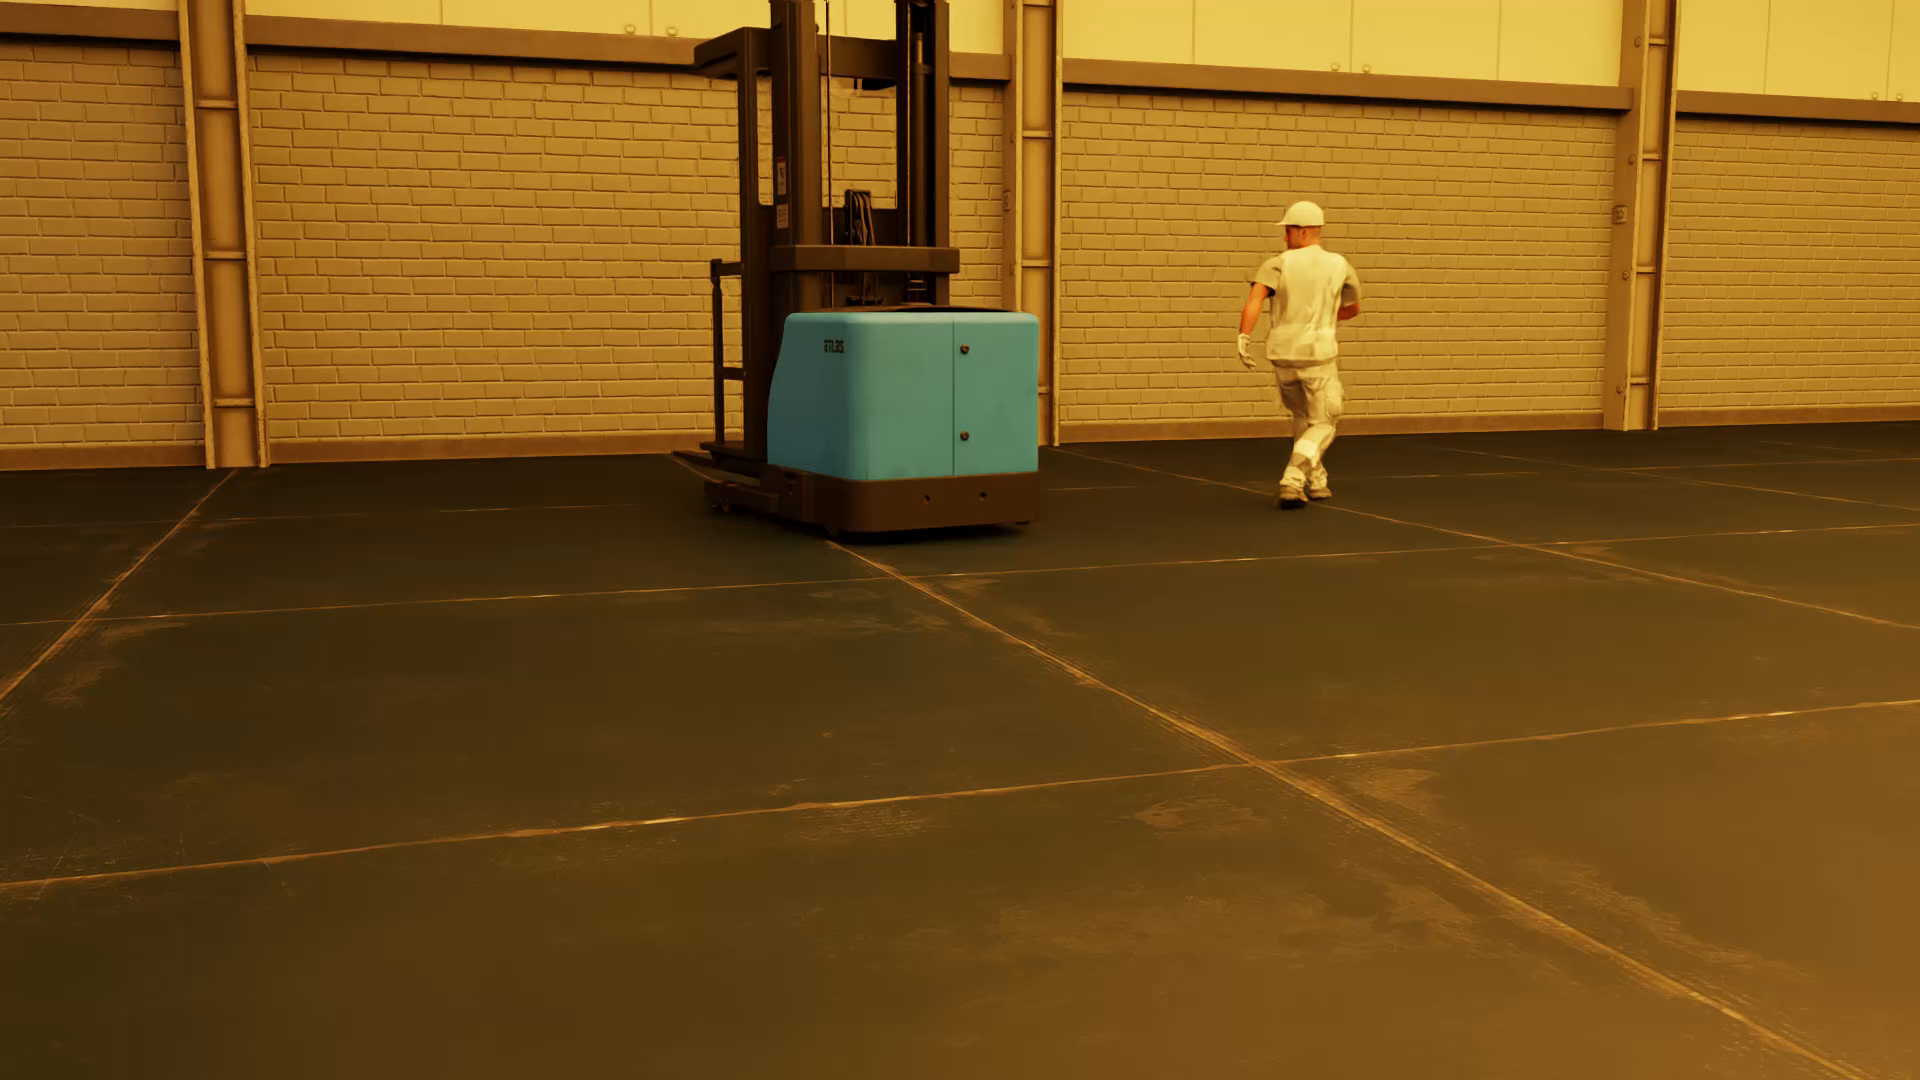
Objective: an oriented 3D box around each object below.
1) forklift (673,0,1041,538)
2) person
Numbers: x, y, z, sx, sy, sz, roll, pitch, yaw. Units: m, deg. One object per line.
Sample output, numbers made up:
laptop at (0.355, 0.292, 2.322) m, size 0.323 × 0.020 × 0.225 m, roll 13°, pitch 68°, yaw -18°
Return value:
forklift at (-0.755, -1.622, 8.978) m, size 1.130 × 2.935 × 3.031 m, roll -4°, pitch 9°, yaw -29°
person at (1.944, -1.035, 9.369) m, size 0.558 × 1.711 × 0.970 m, roll 4°, pitch 9°, yaw 26°
